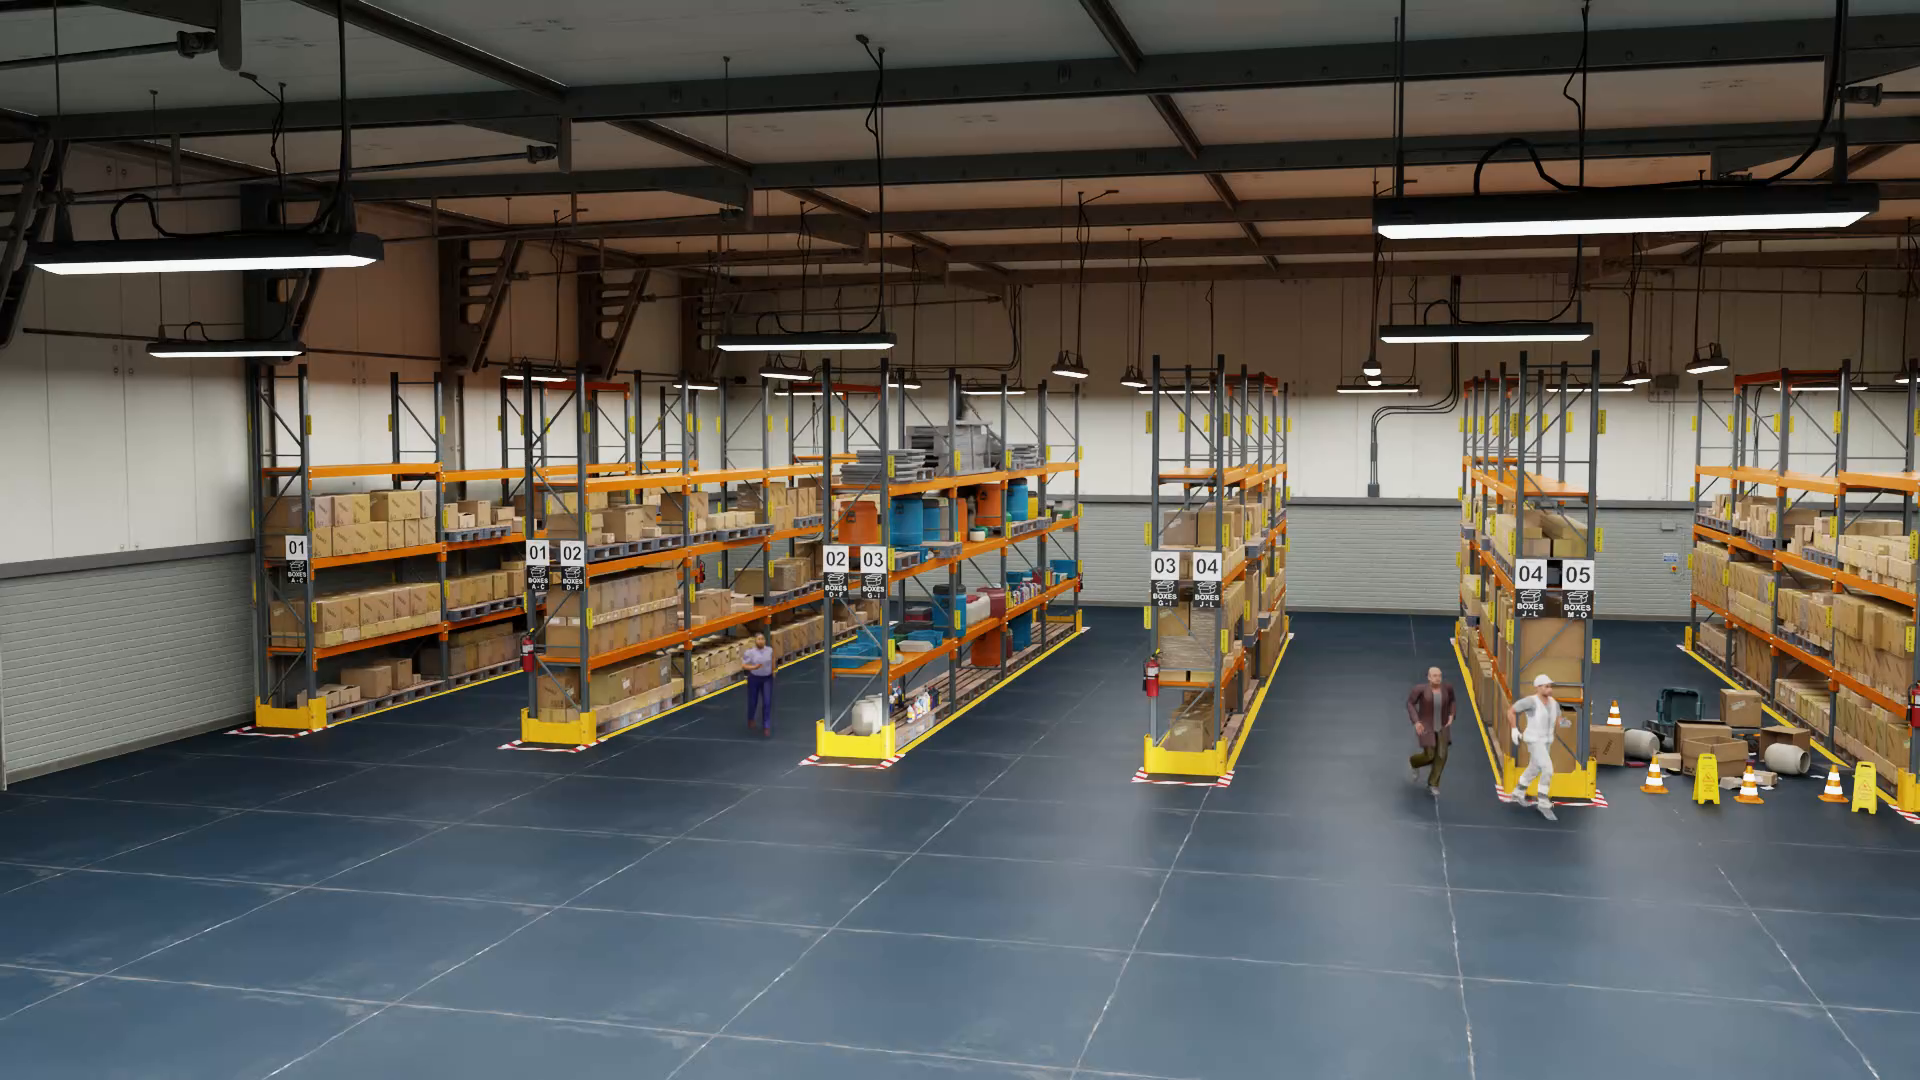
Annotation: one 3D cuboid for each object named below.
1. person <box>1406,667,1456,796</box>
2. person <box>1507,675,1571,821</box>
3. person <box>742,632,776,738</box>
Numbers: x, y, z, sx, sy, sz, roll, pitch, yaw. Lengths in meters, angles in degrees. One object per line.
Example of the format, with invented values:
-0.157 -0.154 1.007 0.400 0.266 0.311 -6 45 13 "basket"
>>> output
6.483 2.684 22.820 0.693 1.544 0.787 -1 4 -9 "person"
7.412 2.635 21.302 0.646 1.845 0.877 -3 5 -33 "person"
-3.243 2.306 26.853 0.598 1.652 0.933 -1 4 -18 "person"
